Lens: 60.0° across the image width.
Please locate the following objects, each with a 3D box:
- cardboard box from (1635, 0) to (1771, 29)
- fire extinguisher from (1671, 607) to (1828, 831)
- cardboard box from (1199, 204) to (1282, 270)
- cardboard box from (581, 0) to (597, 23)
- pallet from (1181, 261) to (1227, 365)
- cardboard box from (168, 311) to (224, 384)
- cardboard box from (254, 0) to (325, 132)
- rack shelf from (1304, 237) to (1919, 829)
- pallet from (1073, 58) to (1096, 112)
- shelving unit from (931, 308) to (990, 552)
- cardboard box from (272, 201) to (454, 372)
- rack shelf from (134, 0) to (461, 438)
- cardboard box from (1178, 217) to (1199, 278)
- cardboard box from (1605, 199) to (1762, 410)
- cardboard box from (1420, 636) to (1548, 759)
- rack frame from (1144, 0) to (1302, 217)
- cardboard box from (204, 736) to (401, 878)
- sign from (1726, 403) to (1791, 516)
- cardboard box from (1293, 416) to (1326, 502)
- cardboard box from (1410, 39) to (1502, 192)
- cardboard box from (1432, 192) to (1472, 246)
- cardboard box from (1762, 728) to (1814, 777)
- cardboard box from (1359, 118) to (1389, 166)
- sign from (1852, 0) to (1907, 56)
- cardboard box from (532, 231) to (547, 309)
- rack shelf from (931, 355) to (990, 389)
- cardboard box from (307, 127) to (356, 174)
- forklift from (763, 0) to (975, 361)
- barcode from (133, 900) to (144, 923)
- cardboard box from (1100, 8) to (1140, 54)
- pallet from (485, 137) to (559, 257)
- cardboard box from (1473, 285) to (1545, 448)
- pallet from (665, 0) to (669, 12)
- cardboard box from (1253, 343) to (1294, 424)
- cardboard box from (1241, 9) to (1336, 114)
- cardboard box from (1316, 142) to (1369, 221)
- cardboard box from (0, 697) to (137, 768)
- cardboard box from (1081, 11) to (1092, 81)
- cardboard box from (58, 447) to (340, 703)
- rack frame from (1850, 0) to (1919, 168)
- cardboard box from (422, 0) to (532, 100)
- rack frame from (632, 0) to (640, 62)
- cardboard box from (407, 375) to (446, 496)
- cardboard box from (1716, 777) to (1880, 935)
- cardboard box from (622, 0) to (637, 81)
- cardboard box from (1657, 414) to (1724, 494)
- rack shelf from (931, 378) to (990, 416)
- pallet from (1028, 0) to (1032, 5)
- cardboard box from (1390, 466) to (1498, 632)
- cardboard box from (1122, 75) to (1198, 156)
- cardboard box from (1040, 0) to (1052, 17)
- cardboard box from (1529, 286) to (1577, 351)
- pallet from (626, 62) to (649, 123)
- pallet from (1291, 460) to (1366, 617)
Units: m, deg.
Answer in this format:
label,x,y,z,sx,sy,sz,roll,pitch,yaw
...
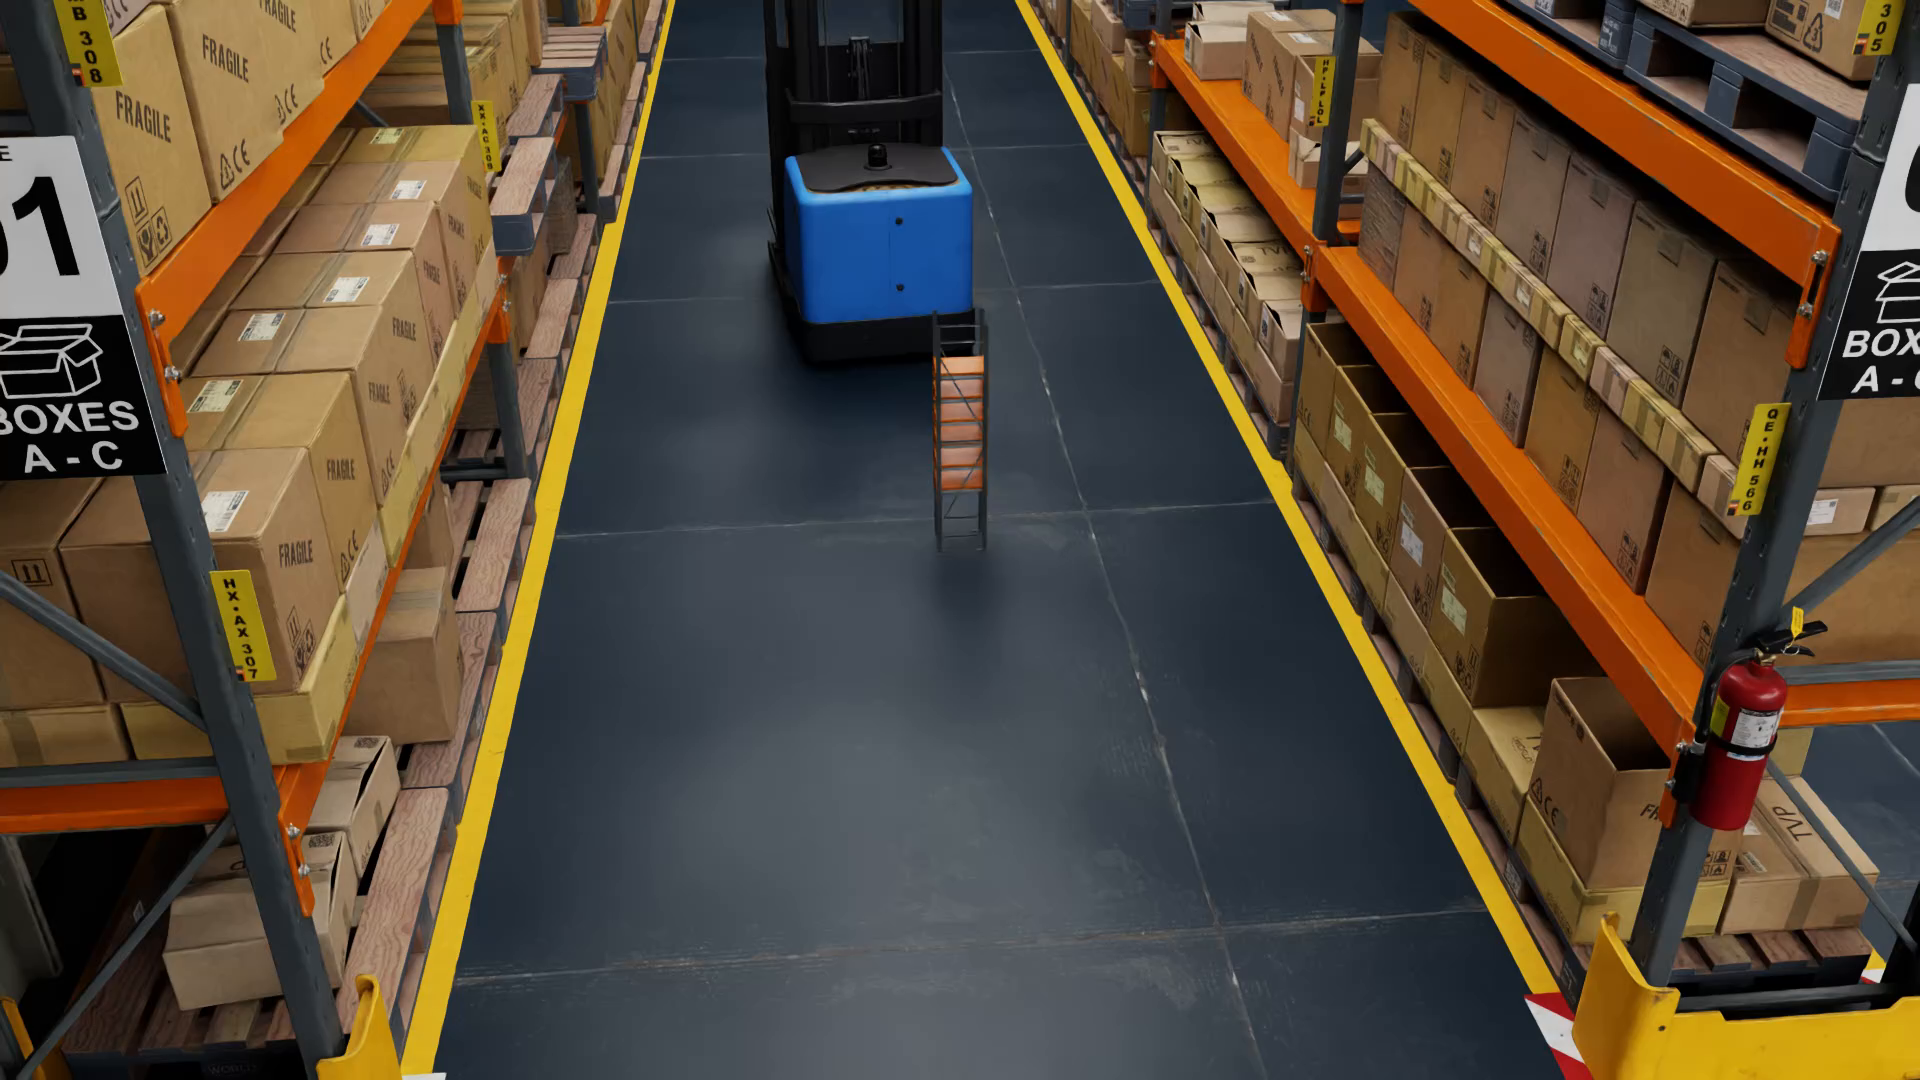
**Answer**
label,x,y,z,sx,sy,sz,roll,pitch,yaw
cardboard box,2.243,-1.665,4.788,0.500,0.250,0.500,-3,31,-5
fire extinguisher,2.162,0.490,4.581,0.296,0.674,0.183,-3,31,-5
cardboard box,1.774,-1.879,10.196,0.500,0.311,0.500,-3,31,-5
cardboard box,-2.821,-3.820,11.946,0.380,0.149,0.250,-2,31,-3
pallet,2.015,-1.470,10.505,1.003,0.211,1.213,-3,31,-5
cardboard box,-2.664,-0.405,5.398,0.500,0.500,0.500,-4,31,-6
cardboard box,-2.168,-1.450,4.710,0.500,0.500,0.500,-1,31,-2
rack shelf,2.427,-0.338,6.593,1.077,0.370,4.000,-3,31,-5
pallet,1.606,-4.142,14.979,1.003,0.211,1.213,-3,31,-5
shelving unit,0.001,-0.508,7.930,0.258,1.200,0.189,-3,31,-5
cardboard box,-2.251,-0.957,6.322,0.500,0.500,0.500,-4,31,-6
rack shelf,-2.505,-1.387,5.423,1.077,0.370,4.000,-3,31,-5
cardboard box,1.725,-1.907,10.790,0.500,0.250,0.500,-4,31,-6
cardboard box,2.523,-0.760,5.235,0.700,0.500,0.500,-4,31,-6
cardboard box,2.162,0.604,6.585,0.500,0.250,0.500,-3,31,-5
rack frame,1.866,-3.711,11.537,1.000,3.000,0.127,-3,31,-5
cardboard box,-2.346,0.930,5.961,0.500,0.311,0.500,0,31,0
sign,2.072,-0.206,4.310,0.100,0.325,0.005,-3,31,-5
cardboard box,1.981,-0.417,8.295,0.500,0.250,0.500,-3,31,-5
cardboard box,2.336,-1.784,6.949,0.700,0.500,0.500,-3,31,-5
cardboard box,2.169,-1.322,6.808,0.380,0.149,0.250,-4,31,-6
cardboard box,2.736,0.512,6.008,0.500,0.500,0.500,-3,31,-5
cardboard box,2.072,-1.843,7.681,0.380,0.149,0.250,-3,31,-5
sign,2.072,-1.241,3.691,0.100,0.325,0.005,-3,31,-5
cardboard box,-2.939,-1.701,10.181,0.700,0.500,0.500,-3,31,-5
rack shelf,0.001,-0.779,7.768,0.258,0.103,0.180,-3,31,-5
cardboard box,-2.856,-1.445,7.140,0.500,0.500,0.500,-3,31,-6
forklift,-0.701,-3.064,10.522,1.130,2.935,3.031,-6,31,-10
barcode,-2.693,1.227,5.455,0.001,0.075,0.075,-3,31,-5
cardboard box,1.436,-4.165,13.575,0.500,0.250,0.500,-3,31,-6
pallet,-2.618,-1.744,8.432,1.003,0.211,1.213,-3,31,-5
cardboard box,2.435,-0.698,6.396,0.700,0.500,0.500,-2,31,-3
pallet,-3.660,-5.954,18.013,1.003,0.211,1.213,-3,31,-5
cardboard box,1.912,-0.866,9.047,0.500,0.250,0.500,-3,31,-5
cardboard box,2.039,-2.898,10.079,0.500,0.500,0.500,-4,31,-7
cardboard box,2.150,-1.853,8.574,0.500,0.250,0.500,-1,31,-1
cardboard box,-2.555,0.439,4.716,0.500,0.250,0.500,-2,31,-4
cardboard box,1.356,-4.338,14.596,0.500,0.500,0.500,-2,31,-4
cardboard box,-2.064,0.089,4.572,0.500,0.500,0.500,-3,31,-5
rack frame,2.614,-2.202,3.161,1.000,3.000,0.127,-3,31,-5
cardboard box,-2.873,-2.829,9.534,0.700,0.500,0.500,-3,31,-5
rack frame,-3.439,-5.514,14.556,1.000,3.000,0.127,-3,31,-5
cardboard box,-2.197,-0.378,6.085,0.500,0.250,0.500,-2,31,-4
cardboard box,2.785,1.090,5.773,0.500,0.250,0.500,-3,31,-5
cardboard box,-3.249,-4.445,14.454,0.750,0.750,0.750,-2,31,-4
cardboard box,2.362,-0.267,5.042,0.380,0.149,0.250,-2,31,-3
rack shelf,0.001,-0.676,7.830,0.258,0.103,0.180,-3,31,-5
pallet,1.201,-6.152,18.344,1.003,0.211,1.213,-3,31,-5
cardboard box,2.114,0.027,6.820,0.500,0.500,0.500,-3,31,-5
cardboard box,1.545,-3.293,12.846,0.500,0.500,0.500,-2,31,-3
cardboard box,1.087,-5.448,16.638,0.500,0.311,0.500,-3,31,-5
cardboard box,2.266,-0.795,5.925,0.380,0.149,0.250,-2,31,-3
pallet,-3.292,-3.926,14.617,1.003,0.211,1.213,-3,31,-5
pallet,2.272,-0.063,8.150,1.003,0.211,1.213,-3,31,-5
